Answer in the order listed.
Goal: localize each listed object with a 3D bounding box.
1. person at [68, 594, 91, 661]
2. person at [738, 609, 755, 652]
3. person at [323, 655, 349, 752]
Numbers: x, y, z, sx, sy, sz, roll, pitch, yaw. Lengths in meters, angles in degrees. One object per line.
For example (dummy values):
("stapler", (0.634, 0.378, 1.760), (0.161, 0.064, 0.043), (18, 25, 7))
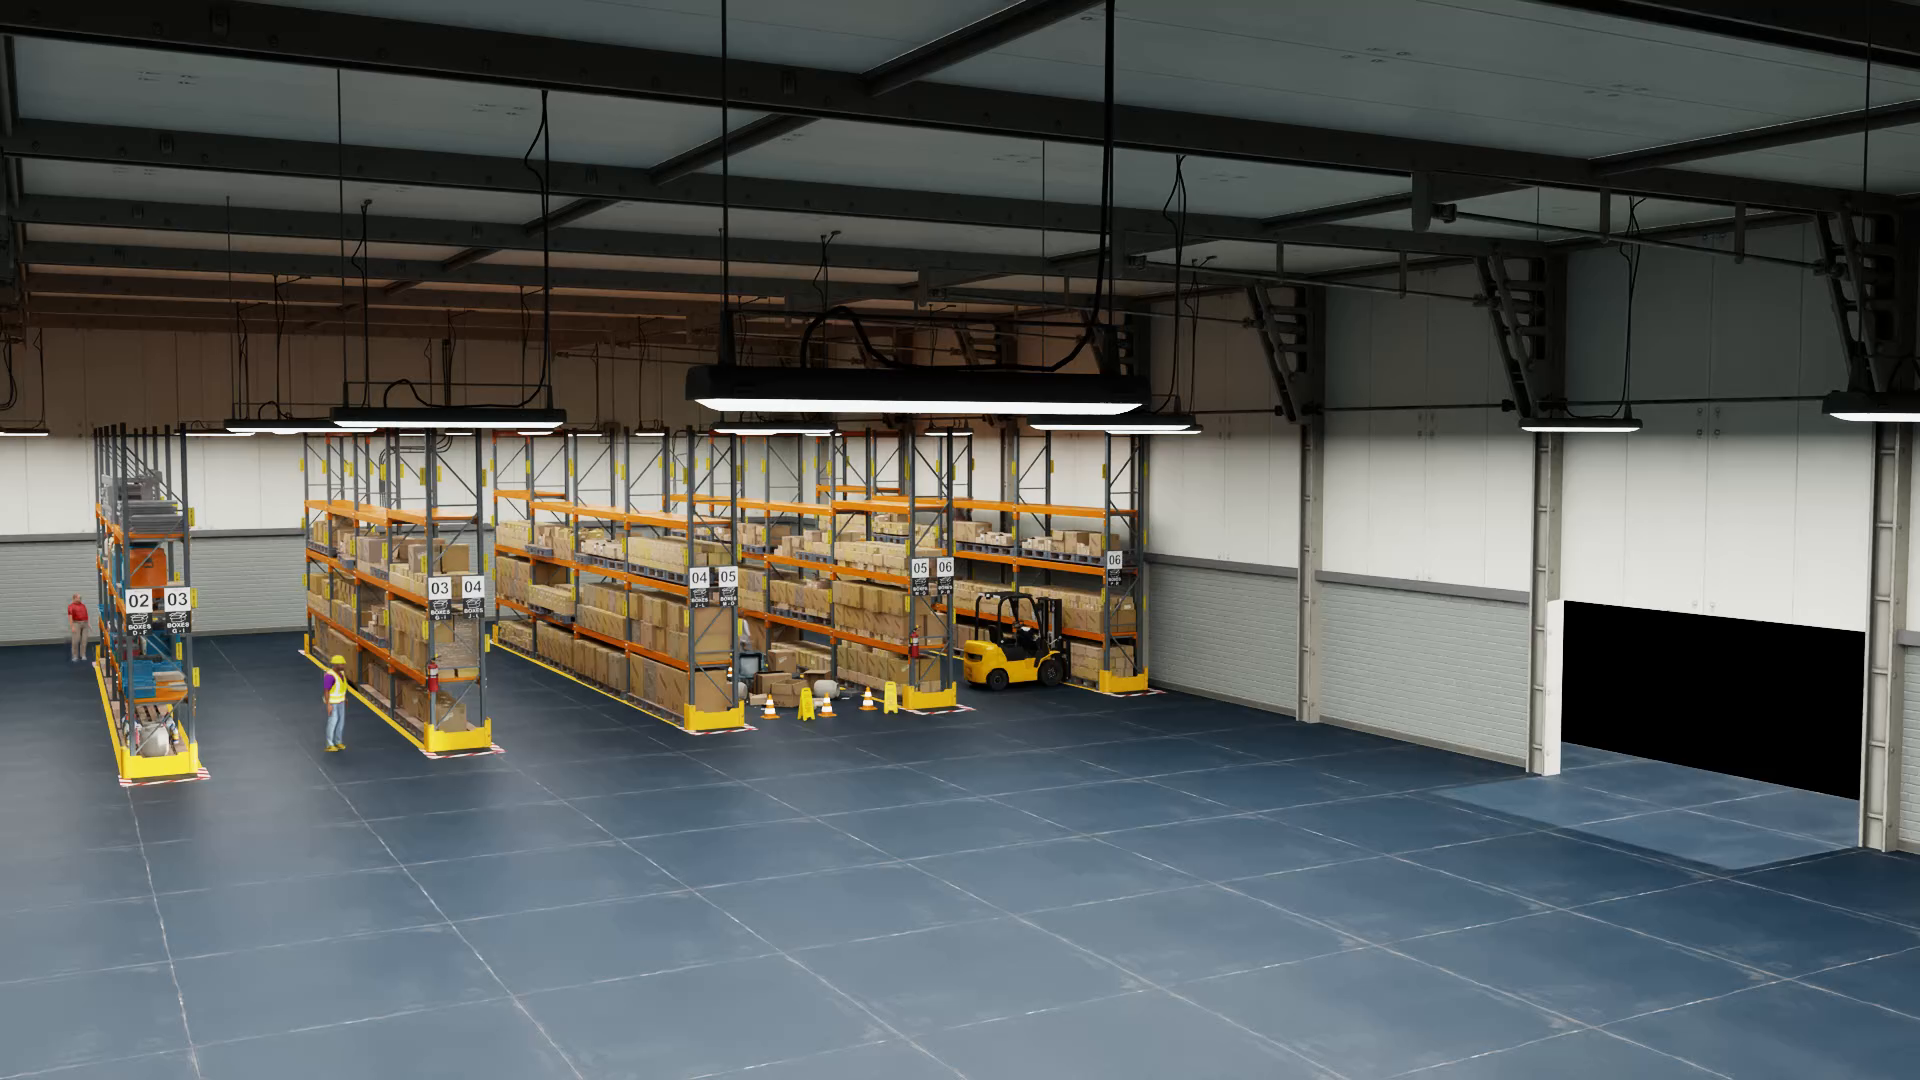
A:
("person", (-22.846, 2.267, 43.208), (0.490, 1.754, 0.558), (2, 4, 30))
("person", (-5.230, 2.480, 40.526), (0.510, 1.593, 0.400), (1, 4, 20))
("person", (-11.464, 2.992, 30.573), (0.449, 1.772, 0.605), (1, 4, 12))
